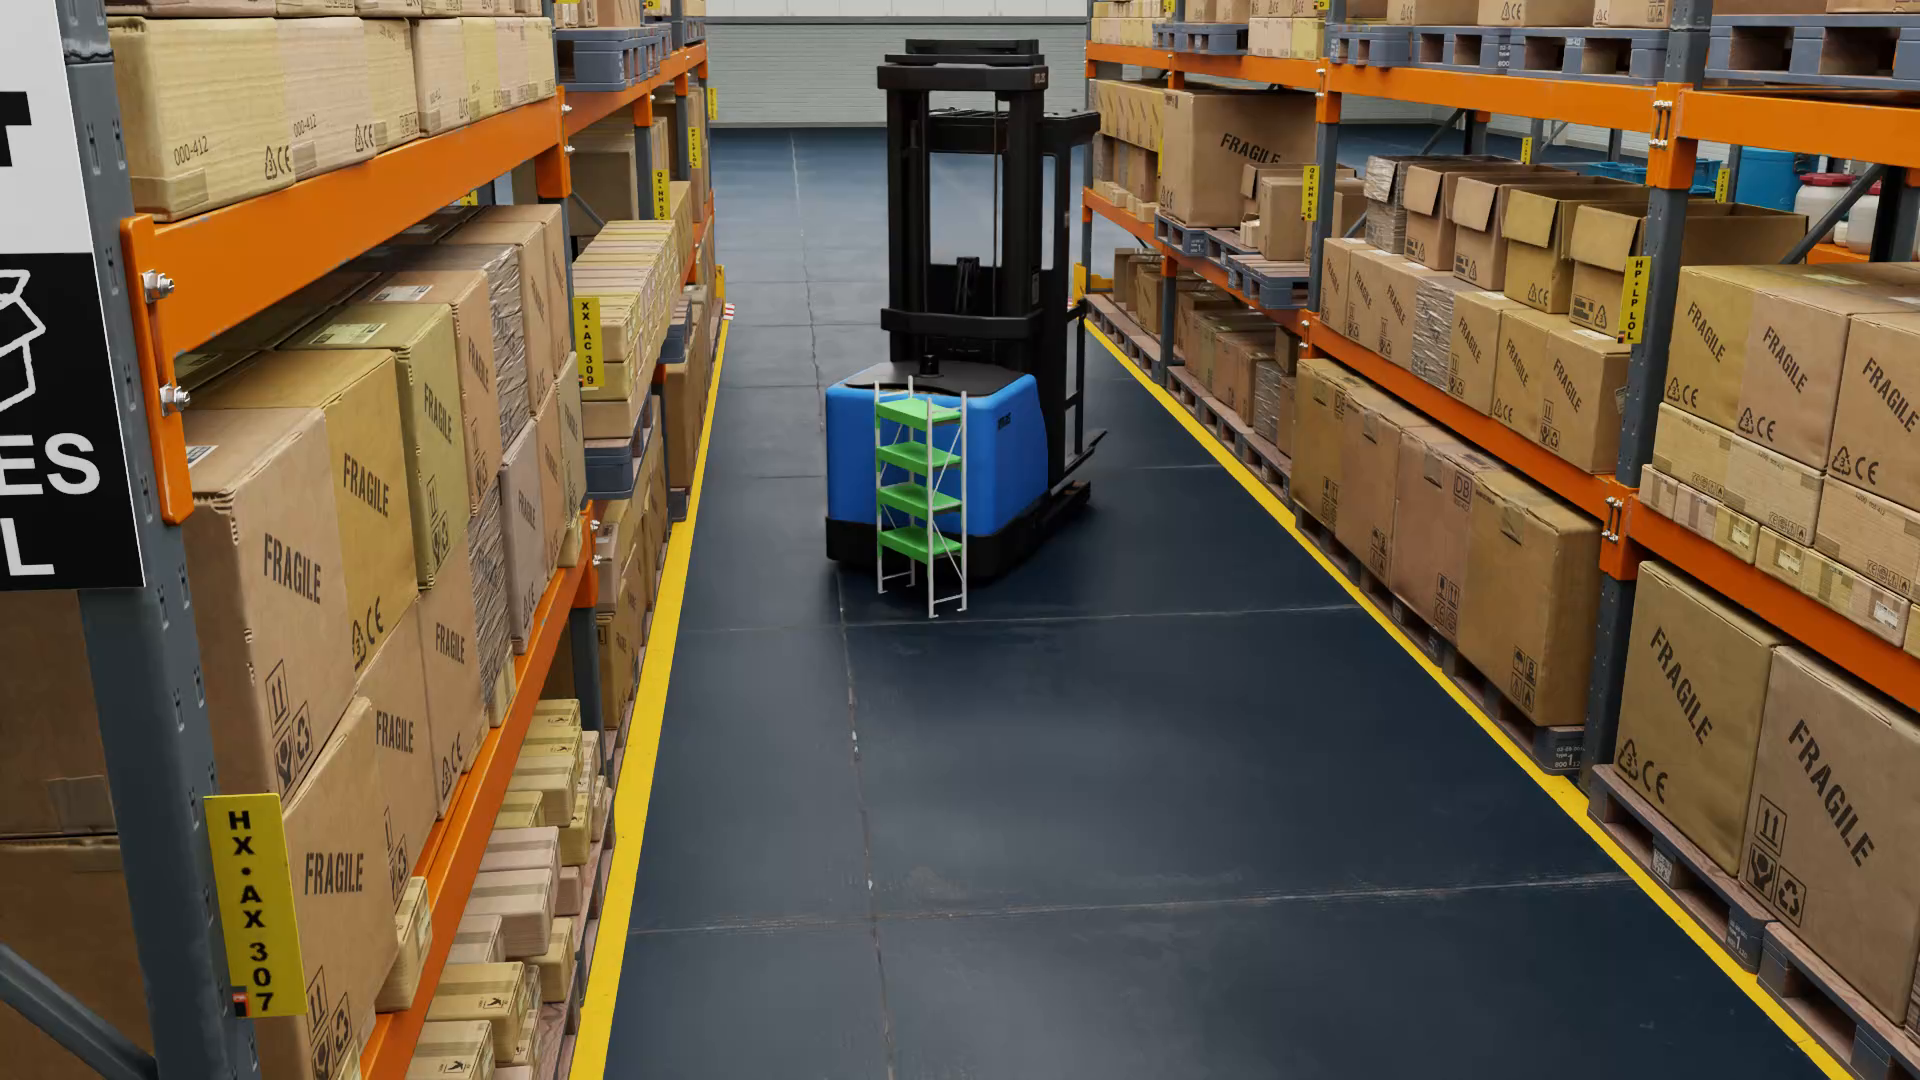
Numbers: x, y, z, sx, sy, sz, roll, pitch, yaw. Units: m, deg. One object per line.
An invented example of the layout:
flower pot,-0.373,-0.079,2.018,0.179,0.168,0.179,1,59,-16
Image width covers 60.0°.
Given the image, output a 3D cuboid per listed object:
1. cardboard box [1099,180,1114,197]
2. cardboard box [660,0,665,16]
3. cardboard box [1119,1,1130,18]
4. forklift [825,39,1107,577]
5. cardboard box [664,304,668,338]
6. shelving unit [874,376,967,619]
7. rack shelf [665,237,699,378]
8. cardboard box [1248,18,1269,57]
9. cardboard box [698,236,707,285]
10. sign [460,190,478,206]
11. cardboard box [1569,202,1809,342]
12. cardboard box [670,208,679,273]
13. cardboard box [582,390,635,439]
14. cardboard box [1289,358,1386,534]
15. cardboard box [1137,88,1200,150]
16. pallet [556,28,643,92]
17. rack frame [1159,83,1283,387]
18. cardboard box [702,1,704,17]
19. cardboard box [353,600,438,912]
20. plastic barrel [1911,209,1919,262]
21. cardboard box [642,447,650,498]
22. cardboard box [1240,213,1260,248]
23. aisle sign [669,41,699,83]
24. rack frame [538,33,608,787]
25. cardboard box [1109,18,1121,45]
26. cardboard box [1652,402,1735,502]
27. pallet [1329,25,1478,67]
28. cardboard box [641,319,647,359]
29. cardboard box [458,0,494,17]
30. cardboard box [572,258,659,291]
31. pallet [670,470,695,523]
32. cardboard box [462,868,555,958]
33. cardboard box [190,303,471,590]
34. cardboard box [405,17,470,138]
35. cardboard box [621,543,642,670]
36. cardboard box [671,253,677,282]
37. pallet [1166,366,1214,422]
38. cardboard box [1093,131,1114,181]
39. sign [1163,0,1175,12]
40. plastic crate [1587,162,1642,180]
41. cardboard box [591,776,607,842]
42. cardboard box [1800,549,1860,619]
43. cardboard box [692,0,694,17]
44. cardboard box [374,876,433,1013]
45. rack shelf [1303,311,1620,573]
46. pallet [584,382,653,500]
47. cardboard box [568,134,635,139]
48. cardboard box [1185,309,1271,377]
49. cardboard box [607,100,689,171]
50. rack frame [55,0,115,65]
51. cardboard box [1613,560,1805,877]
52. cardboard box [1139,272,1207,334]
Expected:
cardboard box,1.637,-3.615,17.102,0.380,0.149,0.250,-2,18,-6
cardboard box,-2.305,-3.783,11.493,0.500,0.311,0.500,-2,18,-8
cardboard box,1.726,-5.049,15.828,0.380,0.149,0.250,-3,18,-8
forklift,0.212,-1.593,10.357,1.130,2.935,3.031,6,19,19
cardboard box,-1.681,-1.113,8.432,0.380,0.149,0.250,-3,18,-8
shelving unit,-0.212,-0.236,8.926,0.258,1.200,0.503,-13,21,-34
rack shelf,-2.498,-1.723,11.858,1.077,0.370,4.000,-2,18,-6
cardboard box,2.246,-3.384,11.191,0.500,0.250,0.500,-1,17,-4
cardboard box,-2.796,-2.307,15.362,0.875,0.875,0.875,-2,18,-5
sign,-2.843,-2.005,9.621,0.100,0.325,0.005,-2,18,-6
cardboard box,2.991,-1.118,6.889,0.797,0.503,0.637,-2,18,-7
cardboard box,-2.176,-1.962,11.251,0.500,0.500,0.500,-2,18,-6
cardboard box,-1.462,-0.491,6.450,0.380,0.149,0.250,-3,18,-8
cardboard box,2.703,-0.574,9.843,1.225,0.875,0.875,-3,18,-8
cardboard box,1.867,-3.726,14.706,0.500,0.500,0.500,-2,18,-6
pallet,-1.837,-1.807,6.232,1.213,0.211,1.003,-2,18,-6
rack frame,2.240,-2.785,14.040,1.000,3.000,0.127,-2,18,-6
cardboard box,-2.693,-5.173,16.190,0.380,0.149,0.250,-2,17,-5
cardboard box,-1.319,0.423,3.159,0.500,0.500,0.500,-2,18,-6
plastic barrel,7.167,-2.364,12.471,0.433,0.535,0.433,0,17,0
cardboard box,-1.861,-0.338,8.466,0.500,0.250,0.500,-1,17,-4
cardboard box,2.212,-2.218,11.758,0.396,0.266,0.258,-2,18,-7
aisle sign,-2.826,-5.124,17.152,0.394,0.787,0.004,-2,18,-6
rack frame,-1.879,-0.278,6.056,1.000,3.000,0.127,-2,18,-6
cardboard box,1.726,-4.884,15.968,0.500,0.250,0.500,-2,18,-6
cardboard box,2.853,-0.324,5.955,0.500,0.250,0.500,-2,18,-7
pallet,2.771,-2.744,9.218,1.213,0.211,1.003,-1,17,-3
cardboard box,-1.545,-0.864,7.143,0.380,0.149,0.250,-3,18,-8
cardboard box,-1.478,-1.436,4.152,0.500,0.250,0.500,-1,17,-3
cardboard box,-1.628,-1.240,7.844,0.380,0.149,0.250,-1,17,-4
pallet,-2.298,-0.377,11.026,1.003,0.211,1.213,-2,18,-6
cardboard box,-1.376,1.082,4.789,0.380,0.149,0.250,-2,18,-8
cardboard box,-1.339,-0.201,3.477,0.500,0.500,0.500,-2,18,-7
cardboard box,-1.417,-1.052,3.763,0.500,0.250,0.500,-2,18,-6
cardboard box,-1.748,0.328,7.597,0.500,0.500,0.500,-1,17,-3
cardboard box,-1.759,-1.480,9.105,0.380,0.149,0.250,-1,17,-4
pallet,2.321,-1.223,13.719,1.003,0.211,1.213,-2,18,-6
cardboard box,1.857,-4.002,17.252,0.875,0.500,0.500,-2,18,-6
sign,1.701,-4.444,13.453,0.100,0.325,0.005,-2,18,-6
plastic crate,7.103,-3.919,17.901,0.499,0.251,0.616,-2,18,-6
cardboard box,-1.500,0.988,6.082,0.380,0.149,0.250,-2,17,-5
cardboard box,2.875,0.128,5.181,0.380,0.149,0.250,-2,18,-6
cardboard box,-2.482,-4.566,14.258,0.380,0.149,0.250,-2,18,-7
cardboard box,-1.216,0.770,3.136,0.380,0.149,0.250,-2,18,-7
rack shelf,2.859,-0.654,8.454,1.077,0.370,4.000,-2,18,-6
pallet,-1.813,-0.419,6.825,1.003,0.211,1.213,-2,18,-6
cardboard box,-2.437,-2.432,11.081,0.700,0.500,0.500,-2,18,-6
cardboard box,2.282,-1.619,13.764,0.700,0.500,0.500,-3,18,-10
cardboard box,-2.708,-3.360,13.818,0.875,0.550,0.550,-2,18,-6
rack frame,-1.467,-1.949,1.362,1.000,3.000,0.127,-2,18,-6
cardboard box,3.053,0.611,6.070,0.875,0.875,0.875,-2,18,-6
cardboard box,2.029,-2.266,15.860,0.500,0.500,0.500,-3,18,-11
